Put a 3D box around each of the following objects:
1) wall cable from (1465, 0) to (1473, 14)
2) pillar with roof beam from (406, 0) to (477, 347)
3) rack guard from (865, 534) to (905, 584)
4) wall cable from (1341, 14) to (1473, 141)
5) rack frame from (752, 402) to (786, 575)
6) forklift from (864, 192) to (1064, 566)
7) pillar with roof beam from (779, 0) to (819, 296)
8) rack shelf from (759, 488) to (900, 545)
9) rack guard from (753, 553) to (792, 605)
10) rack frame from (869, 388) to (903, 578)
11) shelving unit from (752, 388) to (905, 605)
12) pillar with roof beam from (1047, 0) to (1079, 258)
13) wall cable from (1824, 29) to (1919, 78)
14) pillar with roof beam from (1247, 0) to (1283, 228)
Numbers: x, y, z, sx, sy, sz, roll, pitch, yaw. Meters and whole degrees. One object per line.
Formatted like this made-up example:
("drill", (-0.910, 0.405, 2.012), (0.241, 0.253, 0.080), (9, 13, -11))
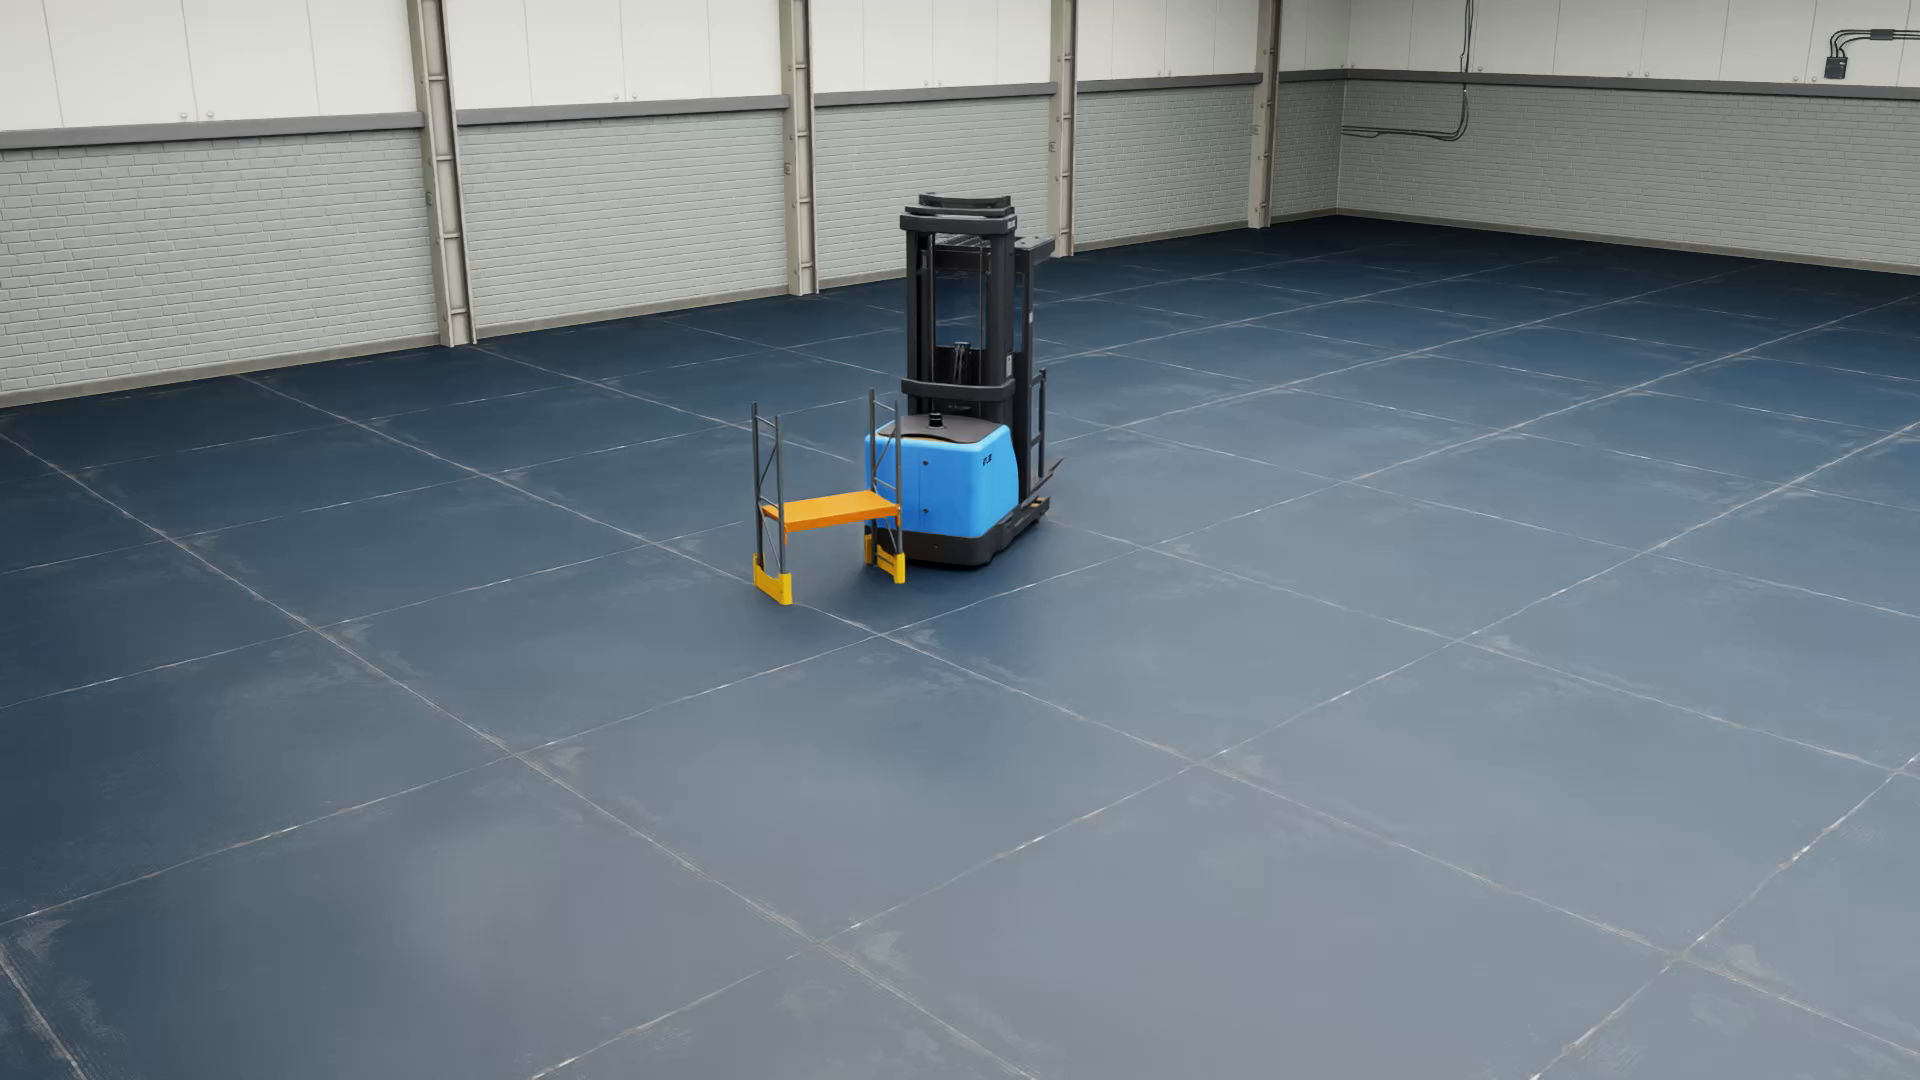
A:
("wall cable", (11.112, -11.433, 32.004), (0.112, 2.526, 3.097), (-16, 24, -41))
("pillar with roof beam", (-3.917, -6.007, 18.423), (0.400, 9.000, 9.100), (-16, 24, -41))
("rack guard", (-0.614, 0.156, 13.599), (0.087, 0.250, 0.587), (-10, 20, -28))
("wall cable", (9.254, -9.637, 34.652), (0.112, 2.526, 3.097), (-16, 24, -41))
("rack frame", (-1.483, -0.288, 12.941), (0.032, 1.500, 0.500), (-10, 20, -28))
("forklift", (0.181, -1.600, 14.667), (1.130, 2.935, 3.031), (6, 19, 19))
("pillar with roof beam", (0.443, -7.279, 22.344), (0.400, 9.000, 9.100), (-16, 24, -41))
("rack shelf", (-1.040, -0.194, 13.234), (1.000, 0.185, 0.538), (-10, 20, -28))
("rack guard", (-1.482, 0.306, 13.135), (0.087, 0.250, 0.587), (-10, 20, -28))
("rack frame", (-0.597, -0.442, 13.415), (0.032, 1.500, 0.500), (-10, 20, -28))
("shelving unit", (-1.048, -0.364, 13.174), (1.083, 1.500, 0.587), (-10, 20, -28))
("pillar with roof beam", (4.803, -8.550, 26.265), (0.400, 9.000, 9.100), (-16, 24, -41))
("wall cable", (15.765, -10.601, 27.077), (0.169, 6.003, 2.305), (-16, 24, -41))
("pillar with roof beam", (9.162, -9.822, 30.187), (0.400, 9.000, 9.100), (-16, 24, -41))
